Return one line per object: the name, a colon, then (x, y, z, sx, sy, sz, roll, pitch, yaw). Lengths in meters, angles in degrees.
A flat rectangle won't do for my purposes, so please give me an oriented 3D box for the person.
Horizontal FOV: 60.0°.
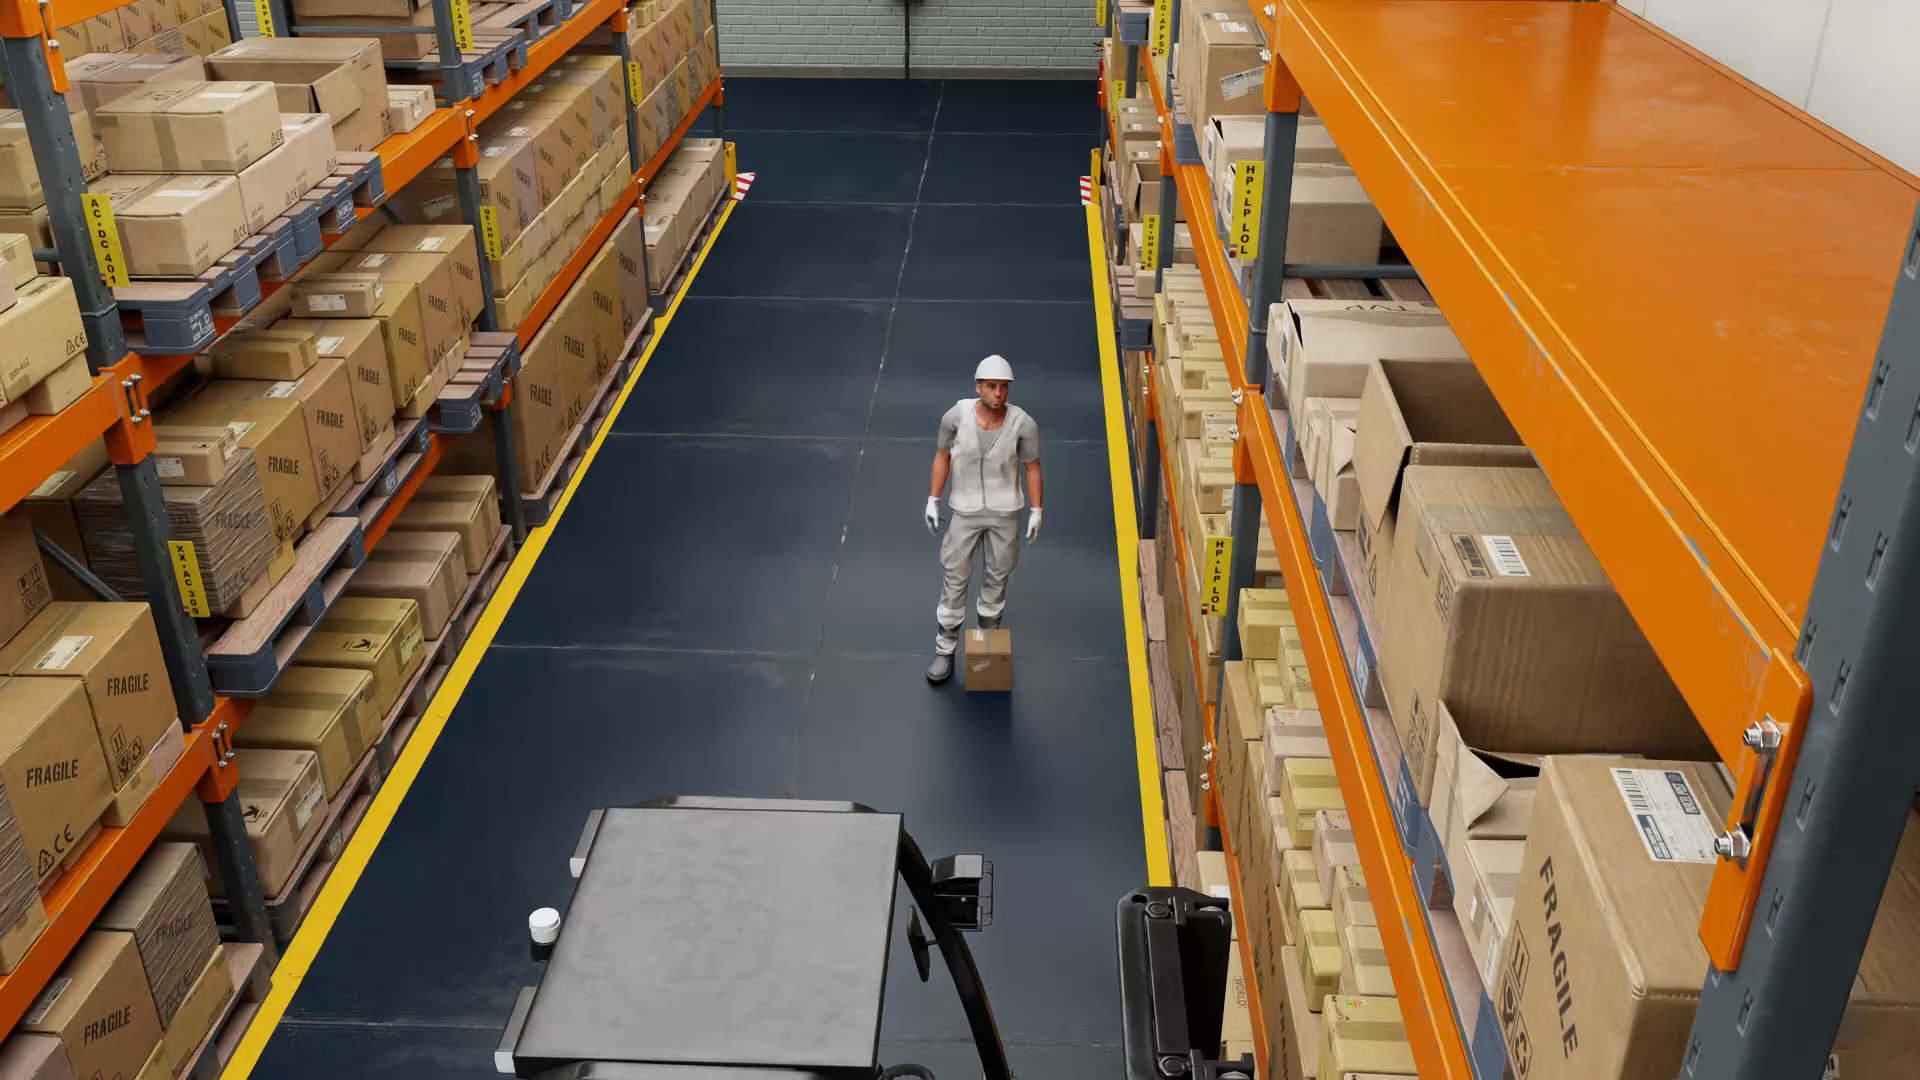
person: (0.127, -0.114, 9.027, 0.638, 1.789, 0.563, 1, 28, 2)
